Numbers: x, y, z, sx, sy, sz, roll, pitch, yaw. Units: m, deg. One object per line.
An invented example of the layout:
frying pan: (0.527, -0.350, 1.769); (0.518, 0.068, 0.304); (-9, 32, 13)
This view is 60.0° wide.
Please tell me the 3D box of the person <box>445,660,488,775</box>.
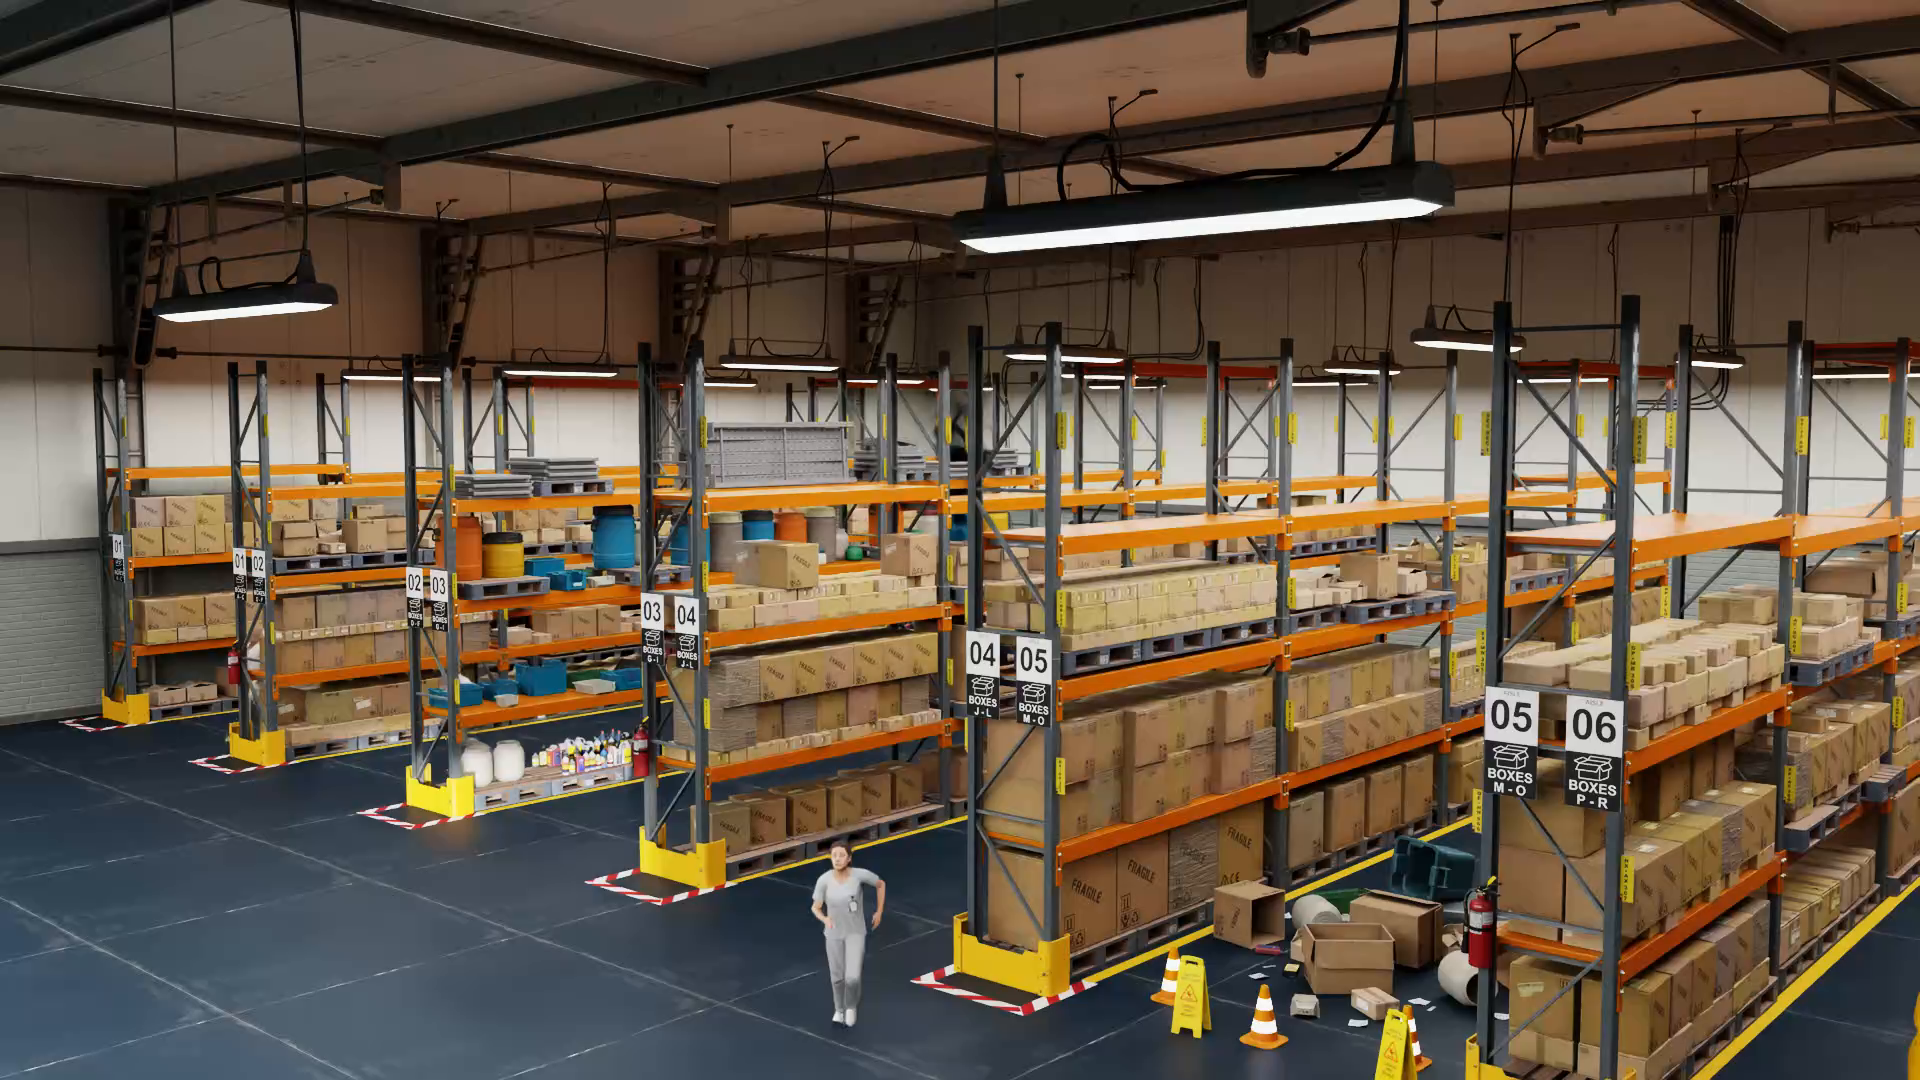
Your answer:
person: (-7.213, 2.557, 24.290); (0.628, 1.715, 0.704); (3, 5, 39)

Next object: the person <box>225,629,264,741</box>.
person: (-11.382, 2.301, 26.515); (0.736, 1.755, 0.751); (2, 5, 29)

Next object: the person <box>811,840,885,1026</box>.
person: (-0.938, 3.311, 13.916); (0.583, 1.620, 0.787); (0, 4, 5)

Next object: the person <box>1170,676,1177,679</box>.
person: (3.057, 2.657, 22.874); (0.624, 1.699, 0.639); (4, 6, 43)
